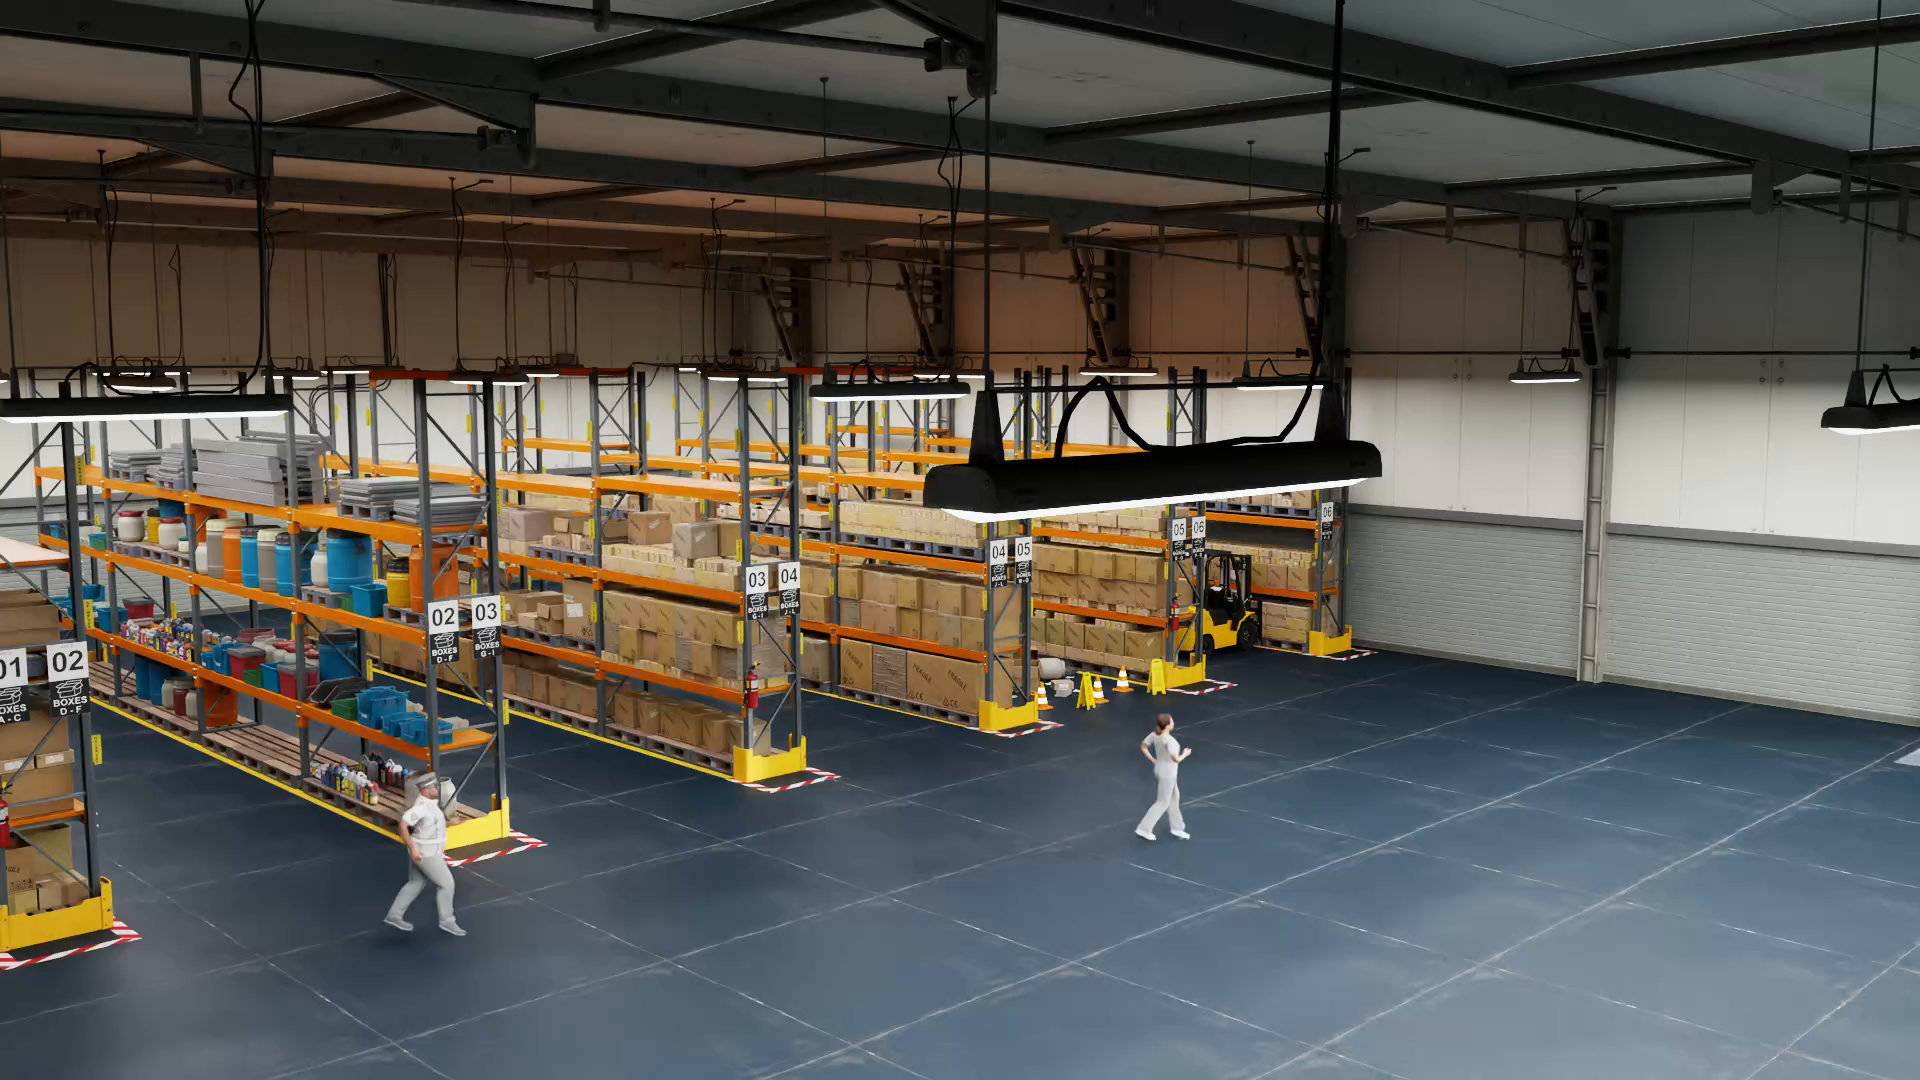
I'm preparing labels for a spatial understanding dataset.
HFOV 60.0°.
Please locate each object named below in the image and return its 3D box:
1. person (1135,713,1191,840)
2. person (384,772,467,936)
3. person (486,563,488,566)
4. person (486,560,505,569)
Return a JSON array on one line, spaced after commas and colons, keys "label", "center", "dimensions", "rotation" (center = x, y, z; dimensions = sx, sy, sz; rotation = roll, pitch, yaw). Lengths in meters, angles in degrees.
[{"label": "person", "center": [2.635, 3.070, 21.429], "dimensions": [0.841, 1.705, 0.555], "rotation": [-2, 7, -20]}, {"label": "person", "center": [-5.800, 3.420, 18.013], "dimensions": [0.892, 1.837, 0.634], "rotation": [-2, 7, -20]}, {"label": "person", "center": [-10.518, 1.314, 37.251], "dimensions": [0.591, 1.663, 0.491], "rotation": [-5, 8, -35]}, {"label": "person", "center": [-11.267, 1.000, 40.207], "dimensions": [0.658, 1.640, 0.784], "rotation": [3, 7, 26]}]
